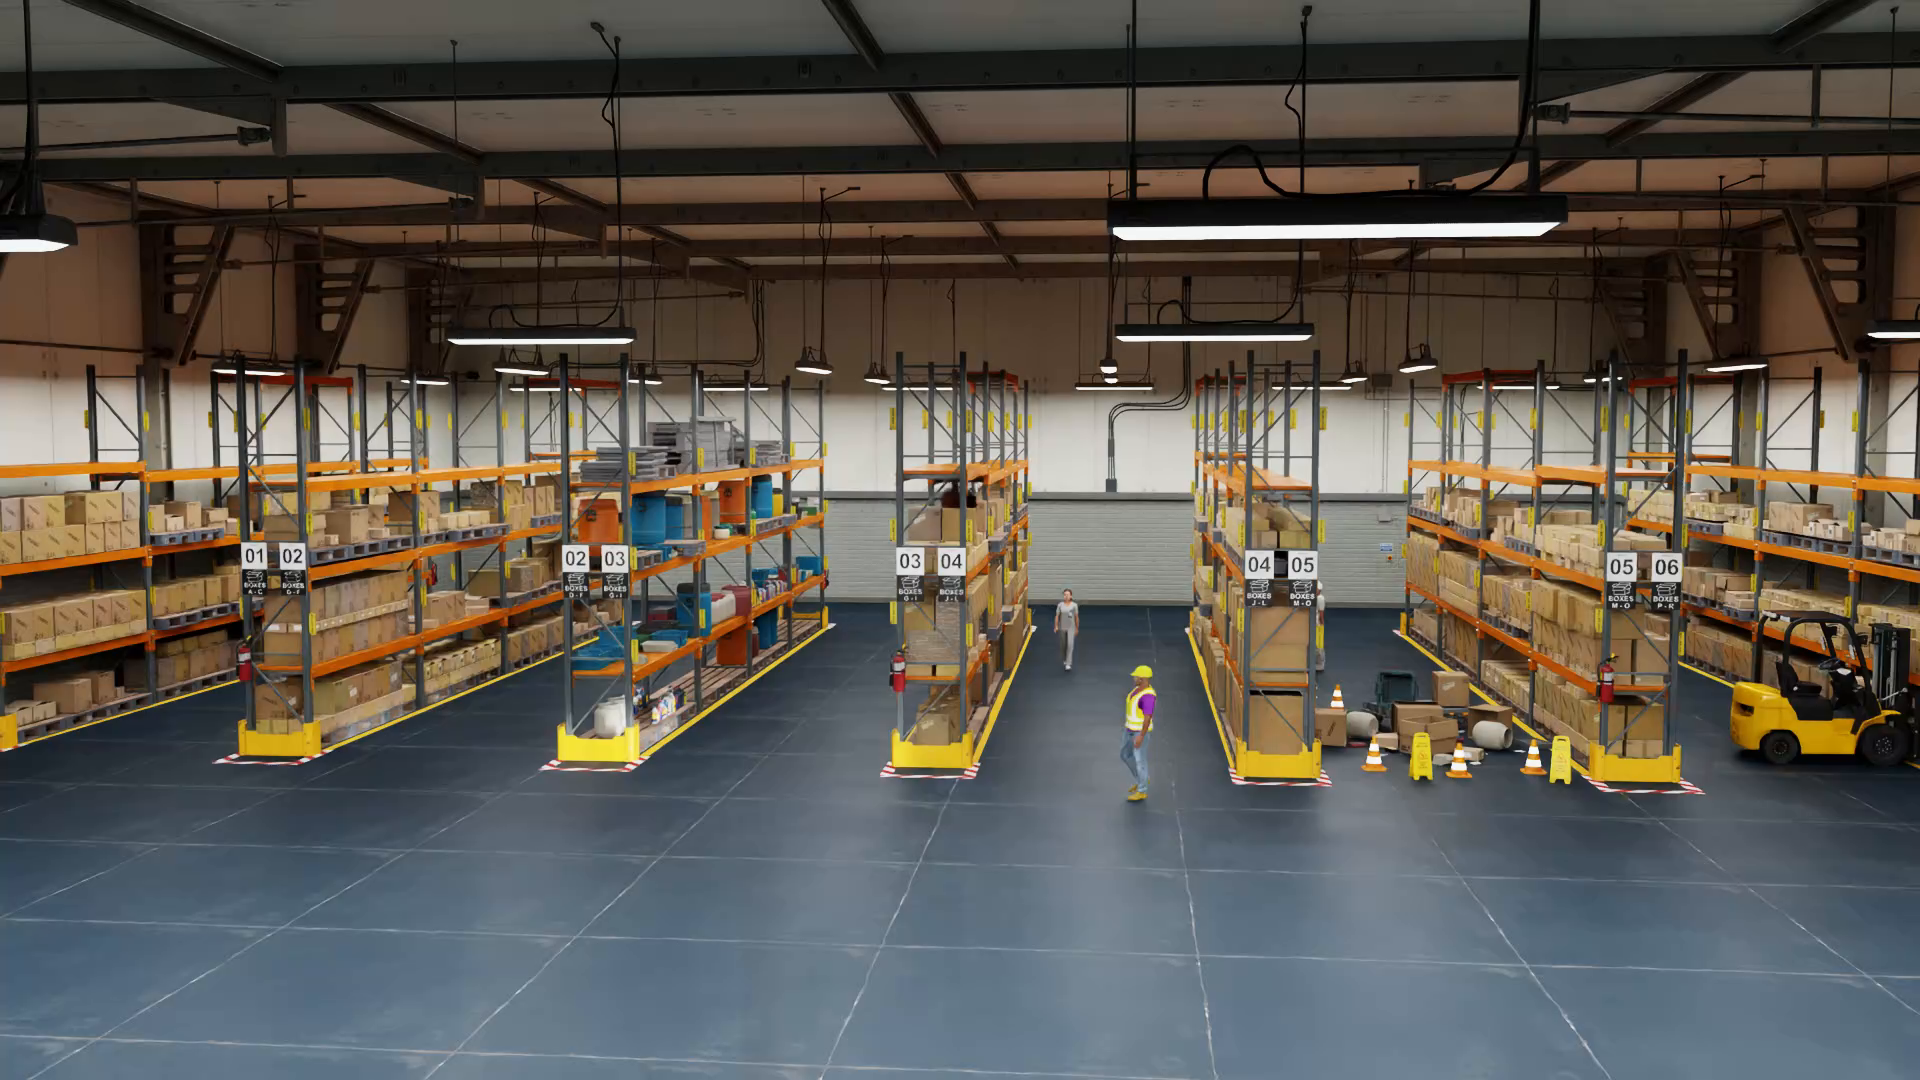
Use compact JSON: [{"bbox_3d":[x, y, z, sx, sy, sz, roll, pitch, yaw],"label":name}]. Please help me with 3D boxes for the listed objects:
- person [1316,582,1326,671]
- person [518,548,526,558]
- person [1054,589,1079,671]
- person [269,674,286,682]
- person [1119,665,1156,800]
[{"bbox_3d":[7.178,1.725,33.499,0.371,1.789,0.650,1,4,12],"label":"person"},{"bbox_3d":[-11.311,1.063,42.892,0.637,1.744,0.550,1,4,12],"label":"person"},{"bbox_3d":[2.153,1.801,33.572,0.476,1.623,1.004,1,4,10],"label":"person"},{"bbox_3d":[-13.087,1.913,31.949,0.391,1.728,0.468,0,4,1],"label":"person"},{"bbox_3d":[2.355,2.547,22.145,0.468,1.777,0.673,-2,4,-21],"label":"person"}]
